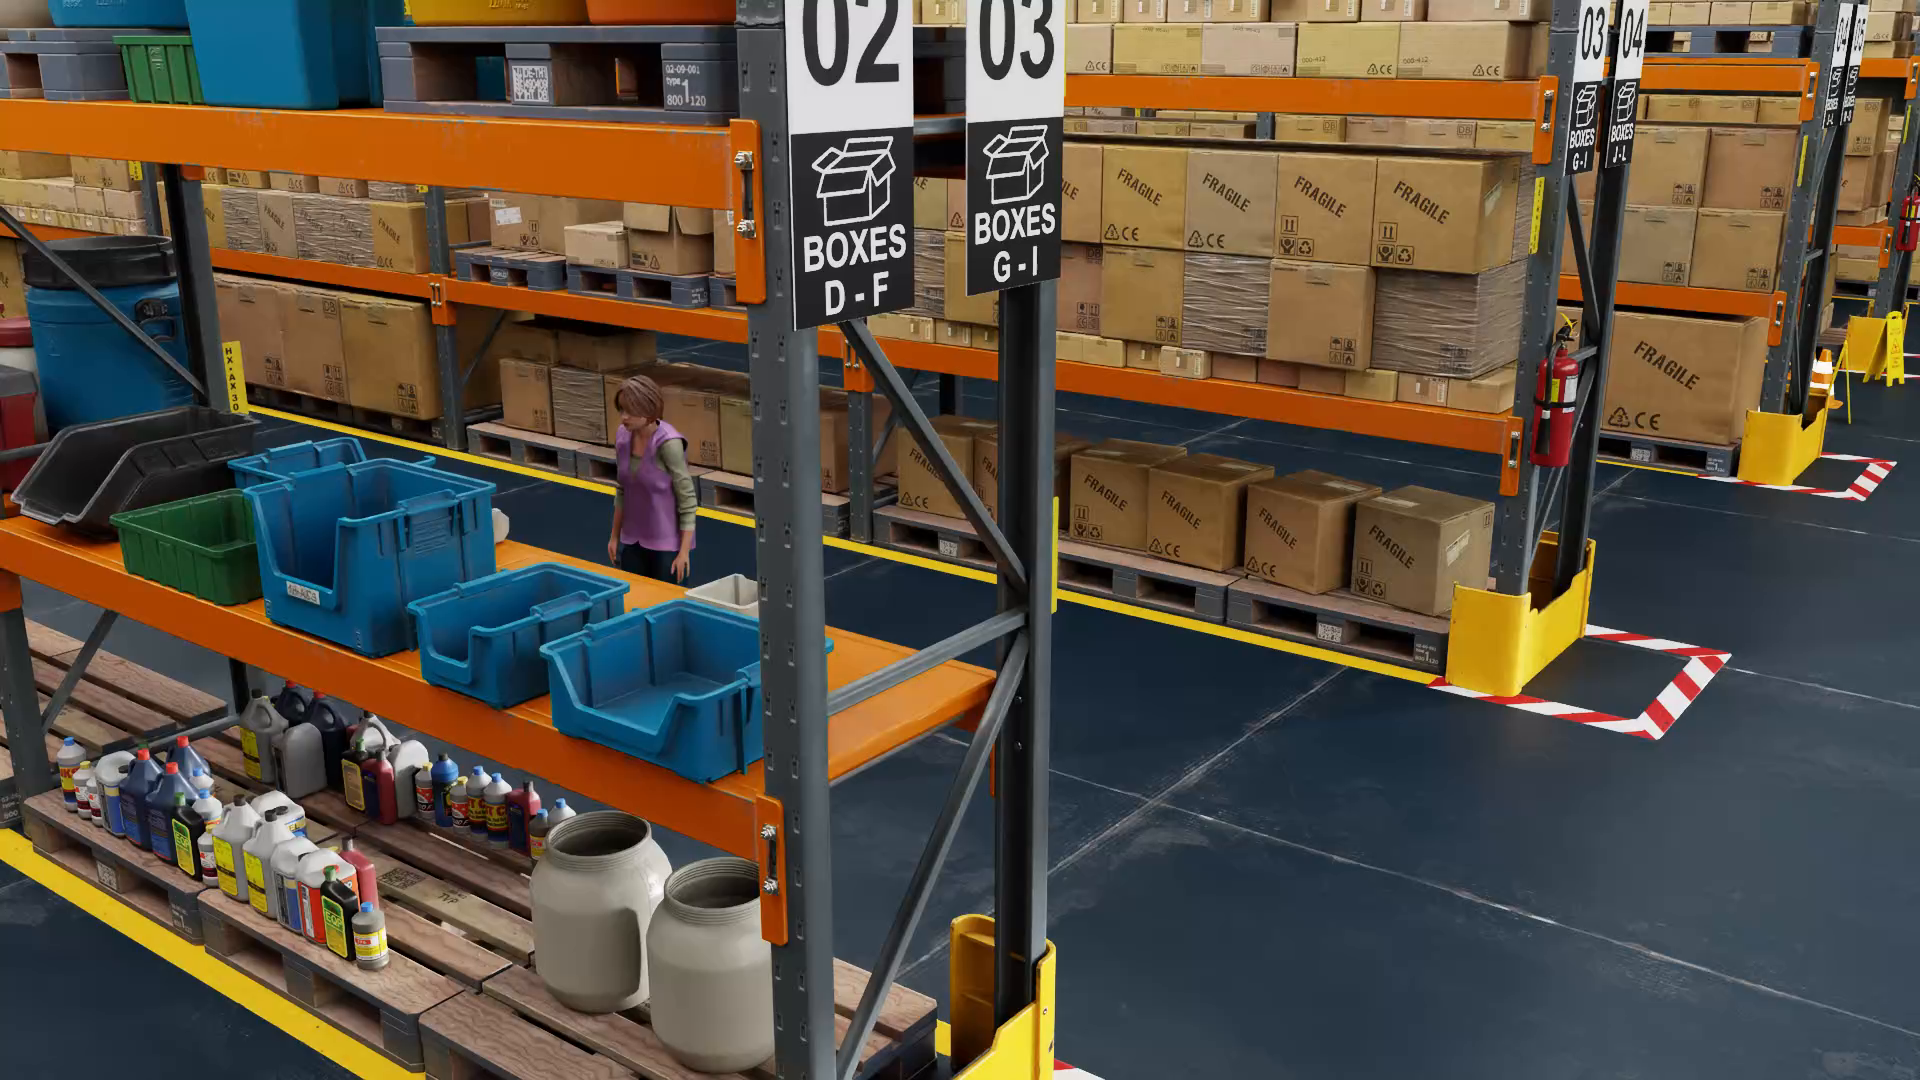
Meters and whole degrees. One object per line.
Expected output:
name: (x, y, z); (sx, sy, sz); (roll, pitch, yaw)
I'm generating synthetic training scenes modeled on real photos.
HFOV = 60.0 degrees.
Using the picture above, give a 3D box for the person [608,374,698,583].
person: (-1.372, 0.059, 7.428); (0.481, 1.555, 0.325); (11, 20, 33)
